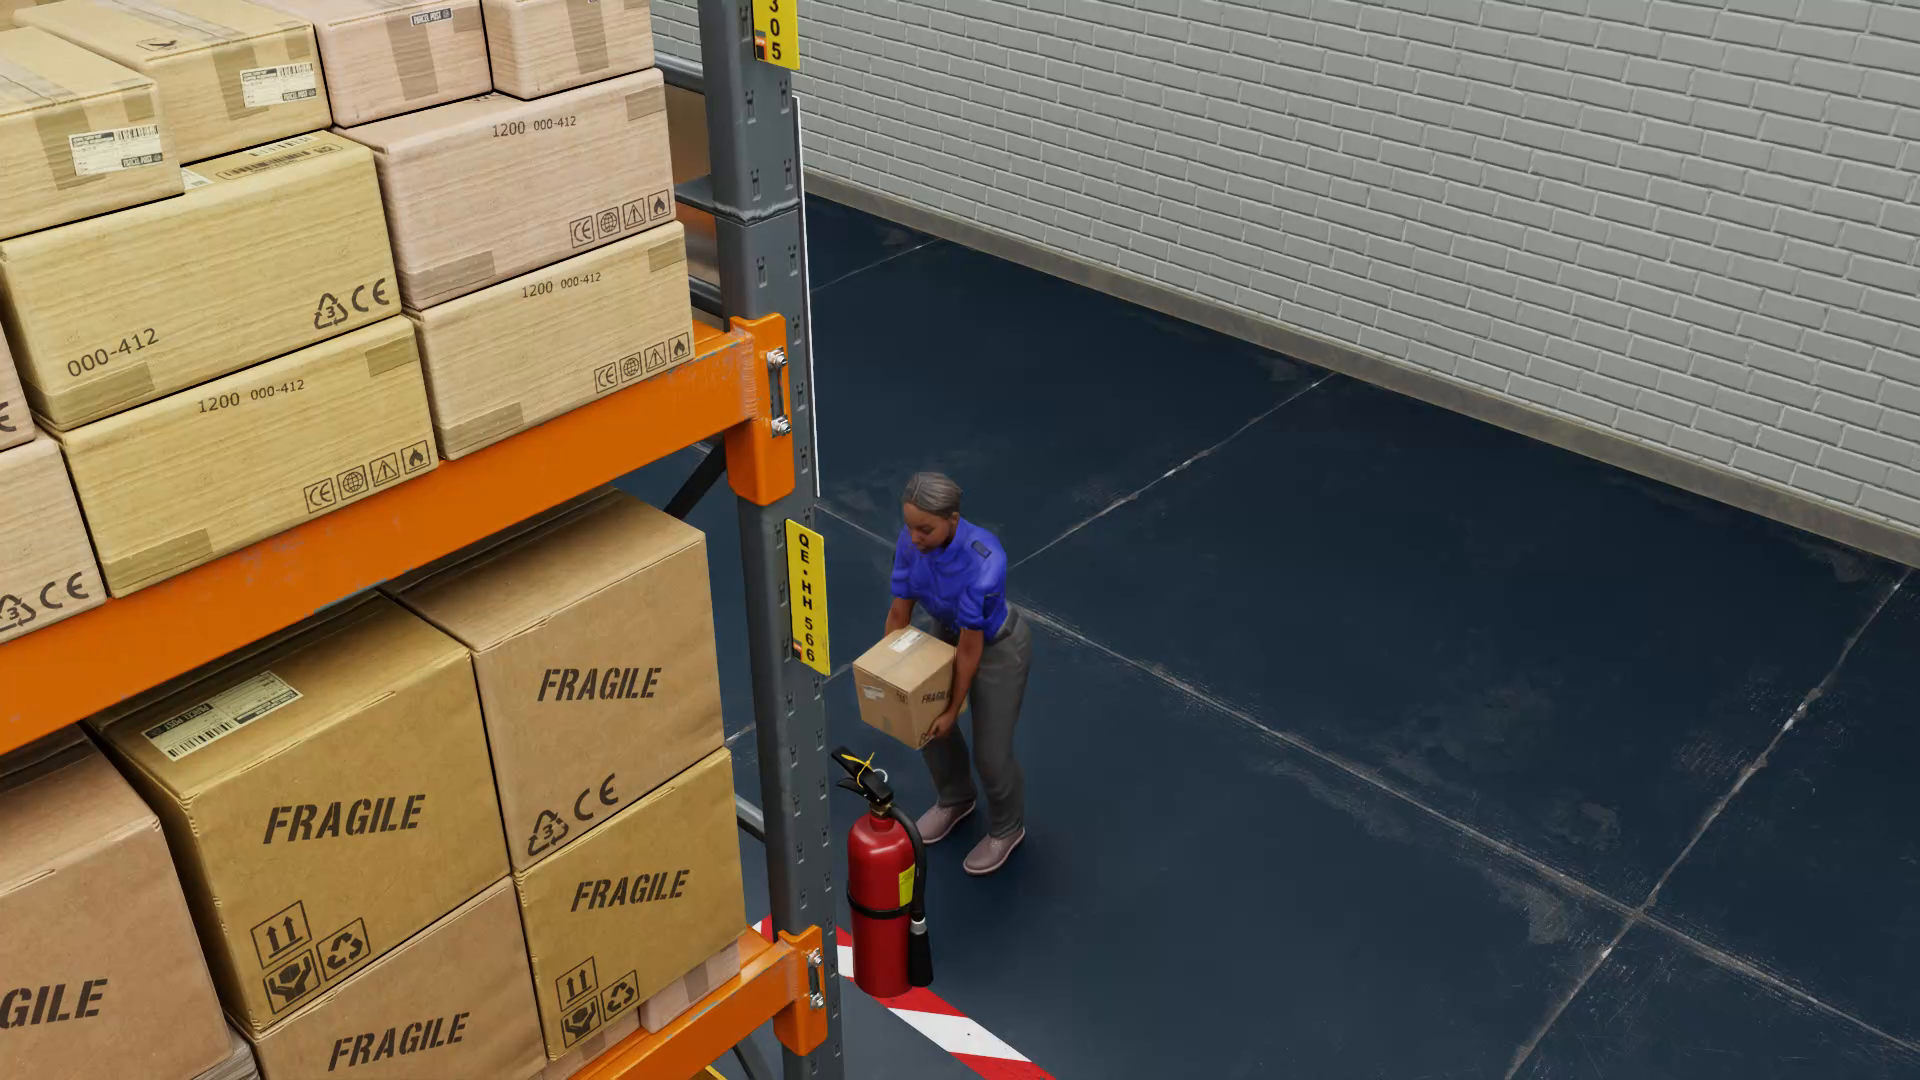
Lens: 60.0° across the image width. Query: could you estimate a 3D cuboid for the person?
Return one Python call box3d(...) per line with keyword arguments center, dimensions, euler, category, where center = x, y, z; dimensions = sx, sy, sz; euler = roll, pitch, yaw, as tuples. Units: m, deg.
box3d(center=(-0.016, 0.429, 5.503), dimensions=(0.413, 1.596, 0.562), euler=(25, 39, 34), category="person")
